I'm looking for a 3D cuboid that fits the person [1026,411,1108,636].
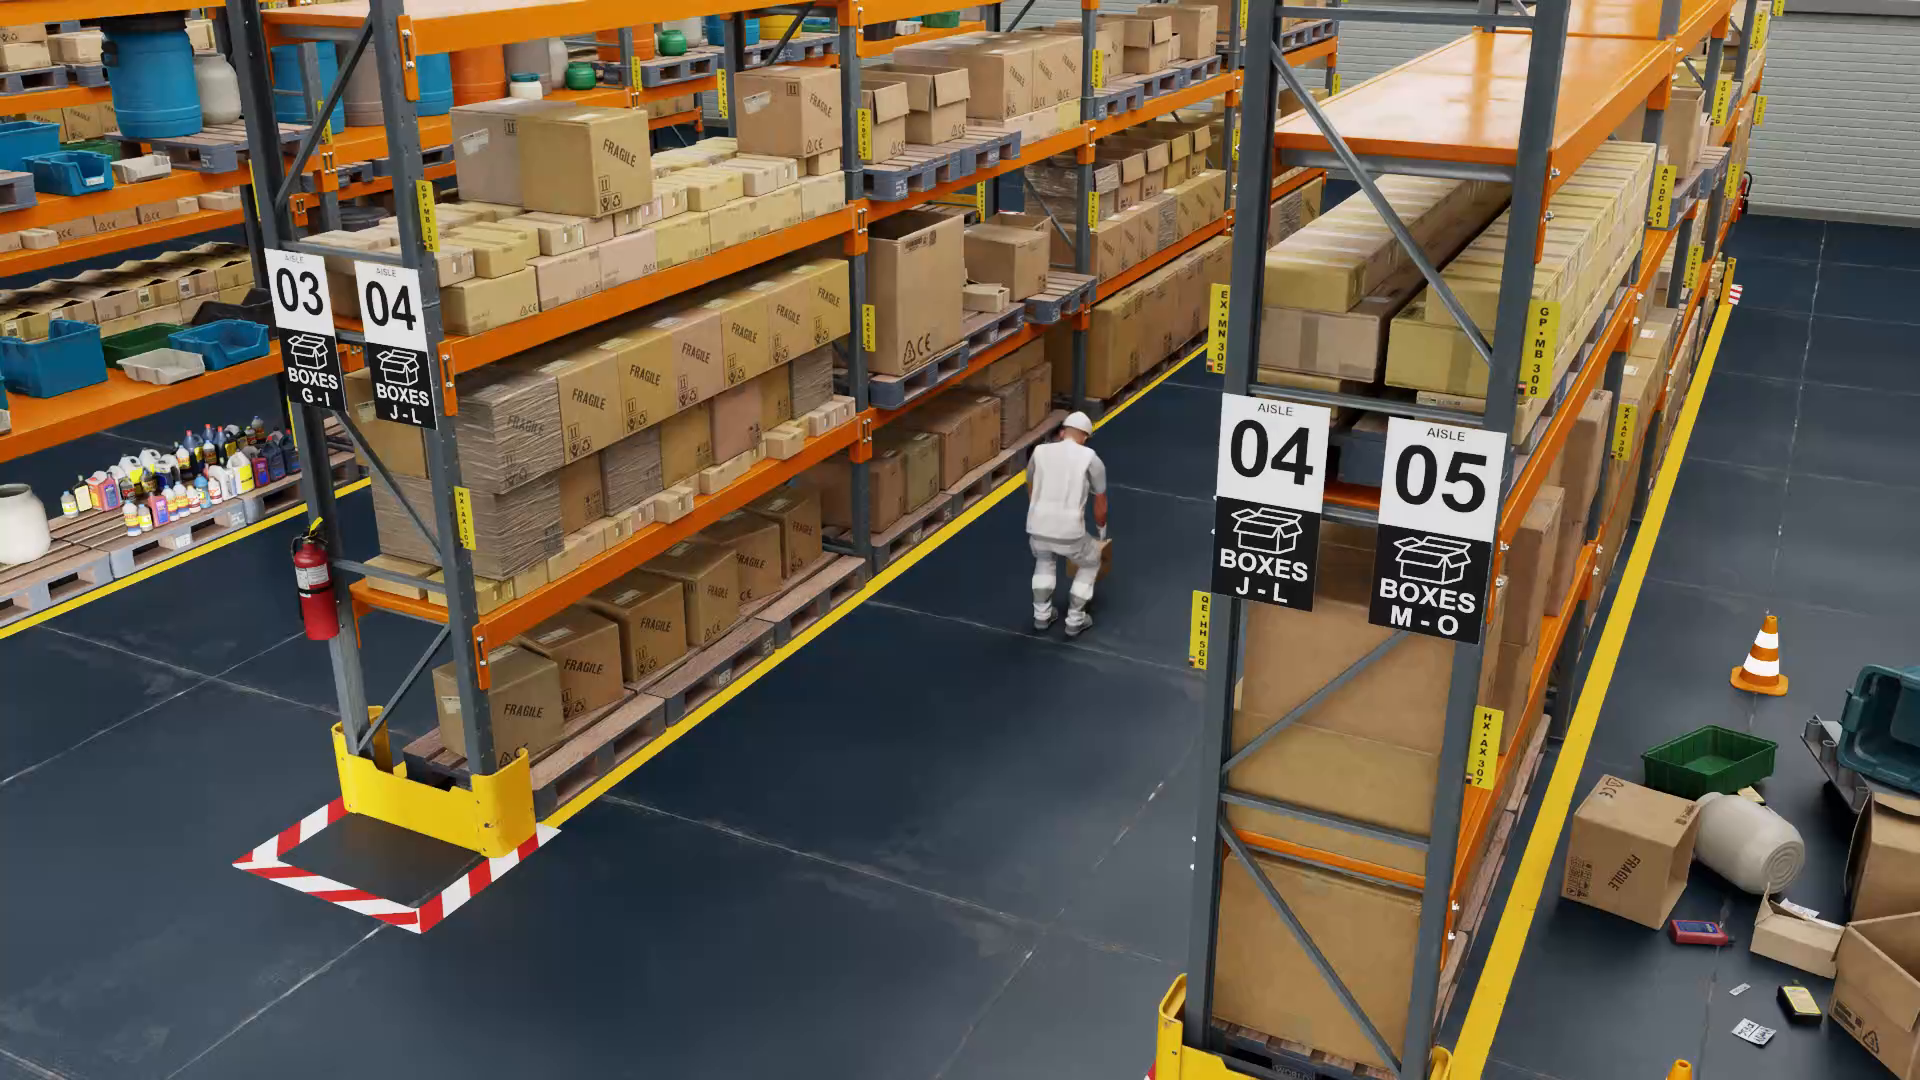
[{"bbox_3d":[0.701,-0.110,11.405,0.582,1.472,0.730,11,25,25],"label":"person"}]
